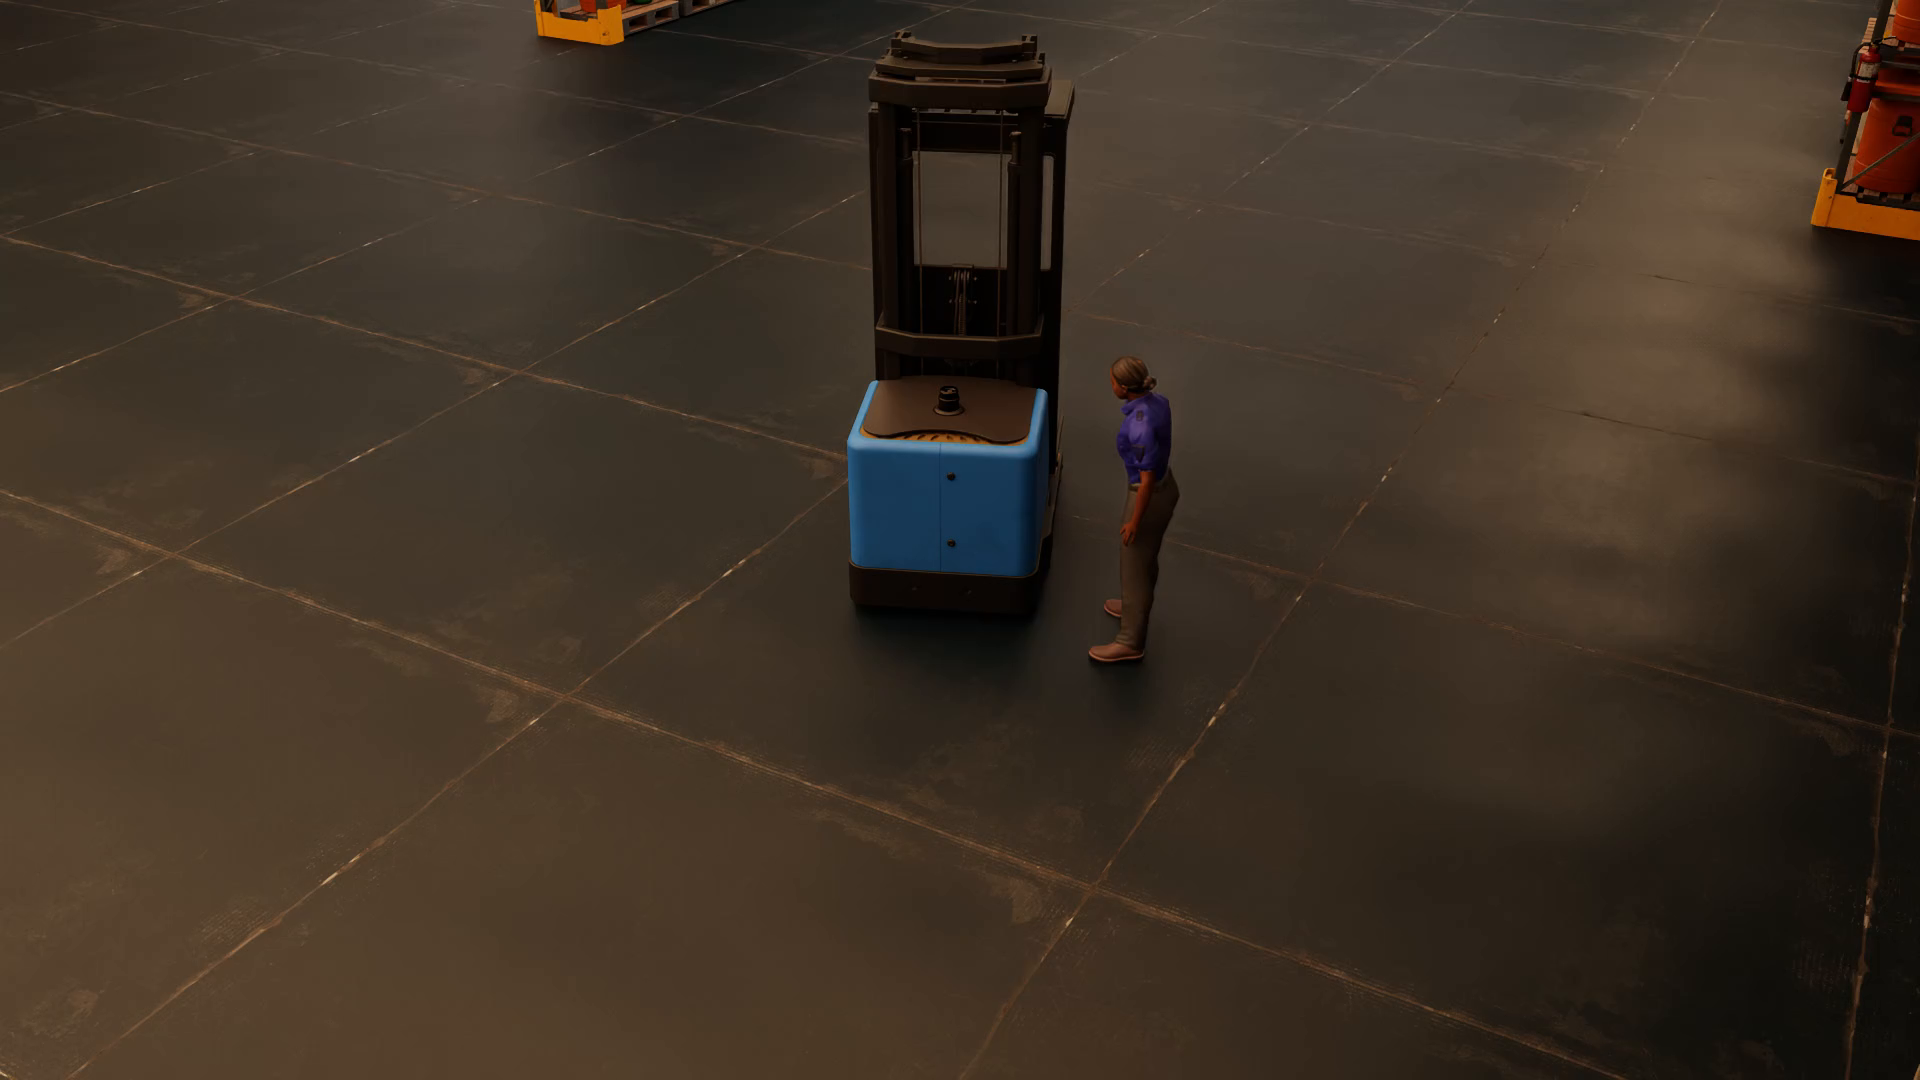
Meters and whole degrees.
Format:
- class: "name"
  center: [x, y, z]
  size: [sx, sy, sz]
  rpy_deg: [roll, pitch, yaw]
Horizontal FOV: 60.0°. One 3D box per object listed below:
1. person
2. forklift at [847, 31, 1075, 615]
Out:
- class: "person"
  center: [0.924, -0.189, 8.681]
  size: [0.405, 1.660, 0.615]
  rpy_deg: [10, 31, 16]
- class: "forklift"
  center: [0.072, -1.572, 9.794]
  size: [1.130, 2.935, 3.031]
  rpy_deg: [3, 30, 6]
